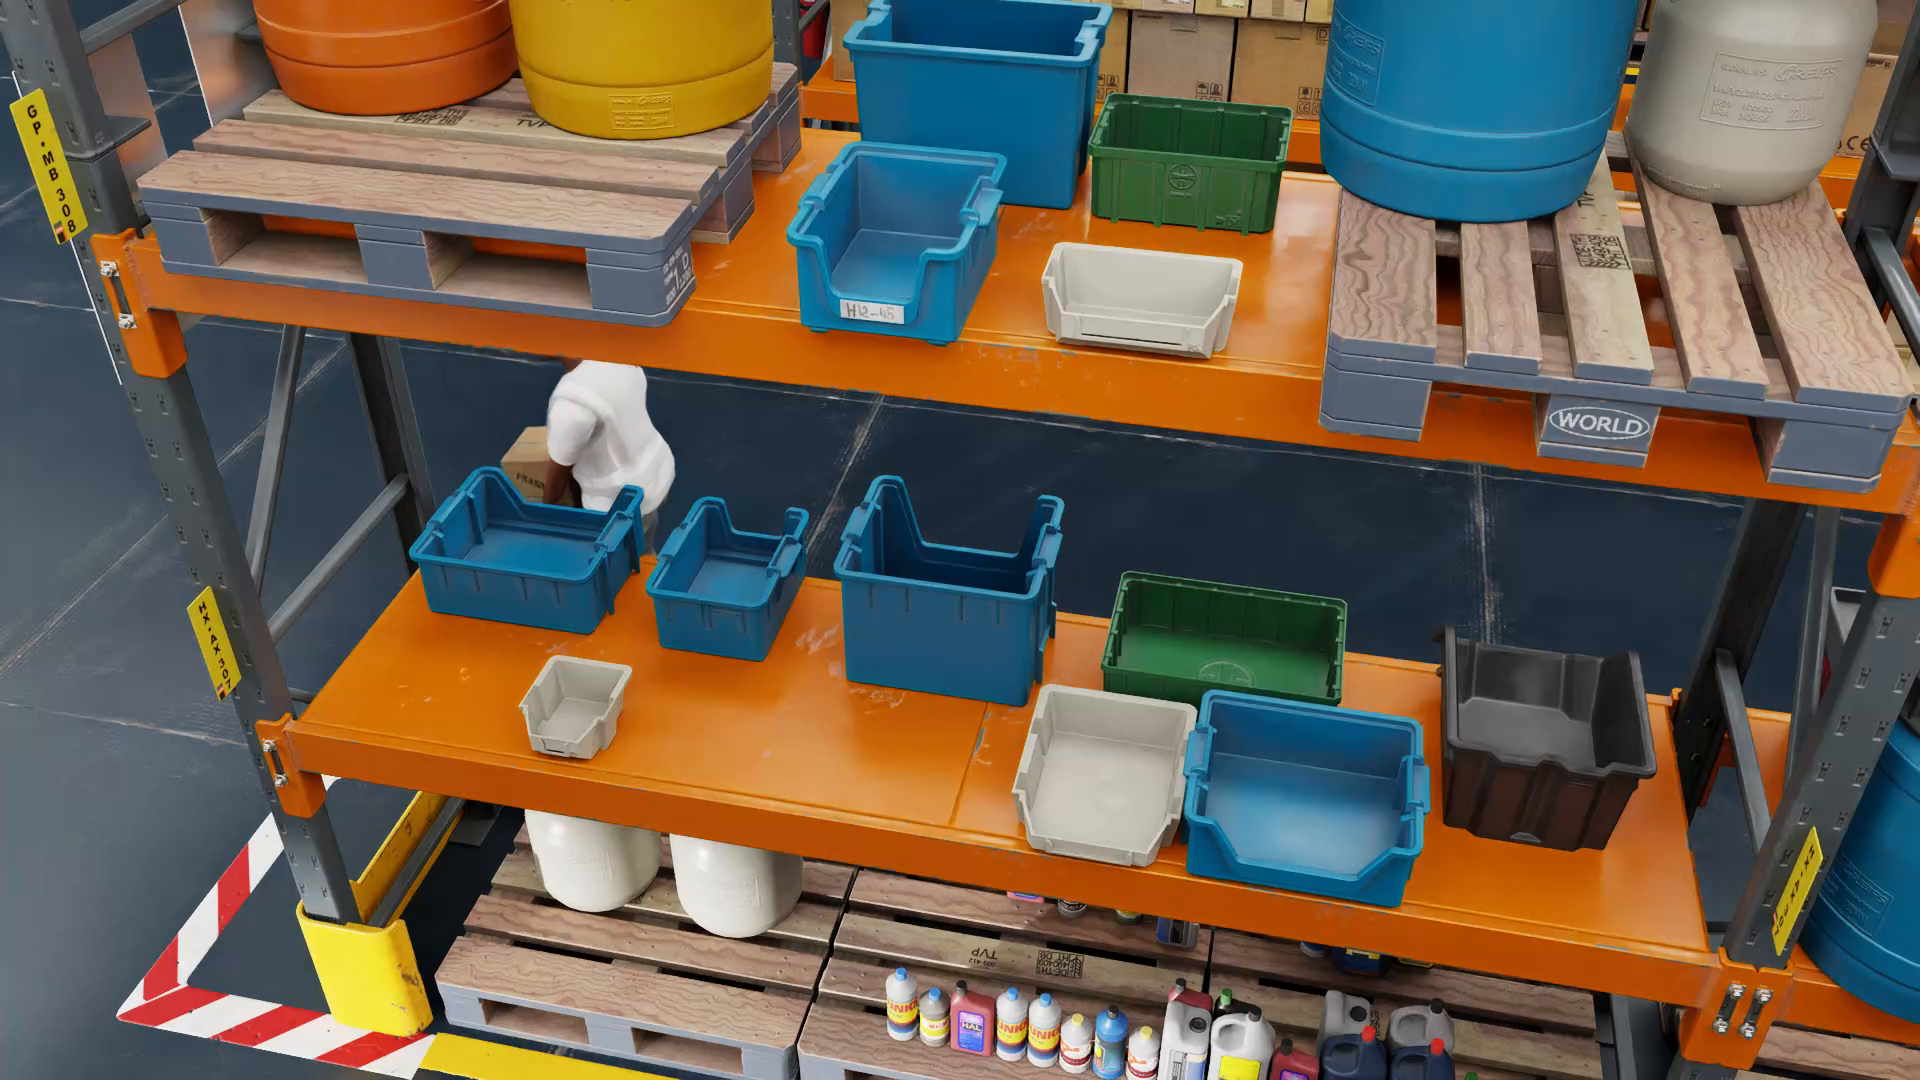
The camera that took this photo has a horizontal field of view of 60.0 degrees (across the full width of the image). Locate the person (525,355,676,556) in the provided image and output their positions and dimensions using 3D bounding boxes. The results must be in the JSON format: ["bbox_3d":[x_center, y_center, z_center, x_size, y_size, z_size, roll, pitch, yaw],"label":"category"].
[{"bbox_3d":[-1.403,-0.188,6.399,0.586,1.747,0.502,7,37,9],"label":"person"}]
